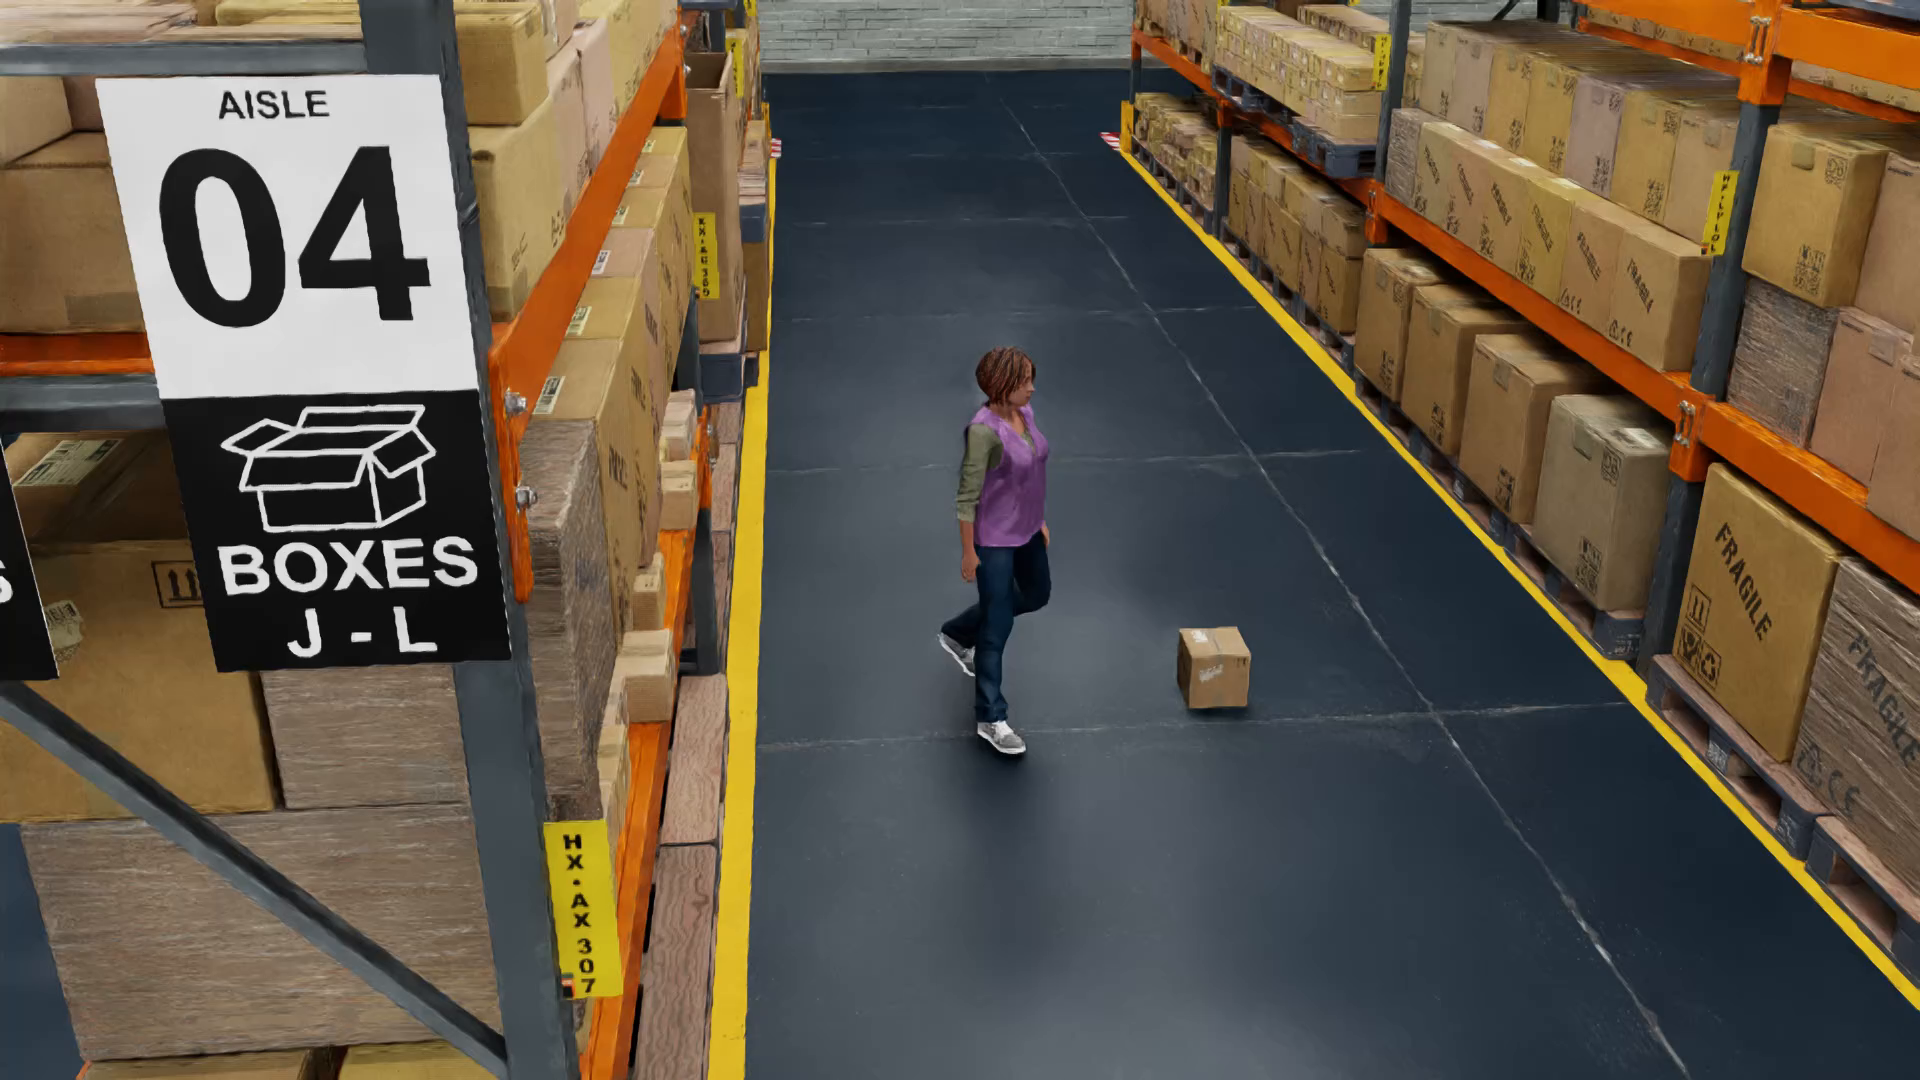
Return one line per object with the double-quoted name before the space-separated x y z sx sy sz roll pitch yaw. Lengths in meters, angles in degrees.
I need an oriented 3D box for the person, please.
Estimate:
"person" 0.112 -0.008 6.595 0.575 1.589 0.546 12 27 25
